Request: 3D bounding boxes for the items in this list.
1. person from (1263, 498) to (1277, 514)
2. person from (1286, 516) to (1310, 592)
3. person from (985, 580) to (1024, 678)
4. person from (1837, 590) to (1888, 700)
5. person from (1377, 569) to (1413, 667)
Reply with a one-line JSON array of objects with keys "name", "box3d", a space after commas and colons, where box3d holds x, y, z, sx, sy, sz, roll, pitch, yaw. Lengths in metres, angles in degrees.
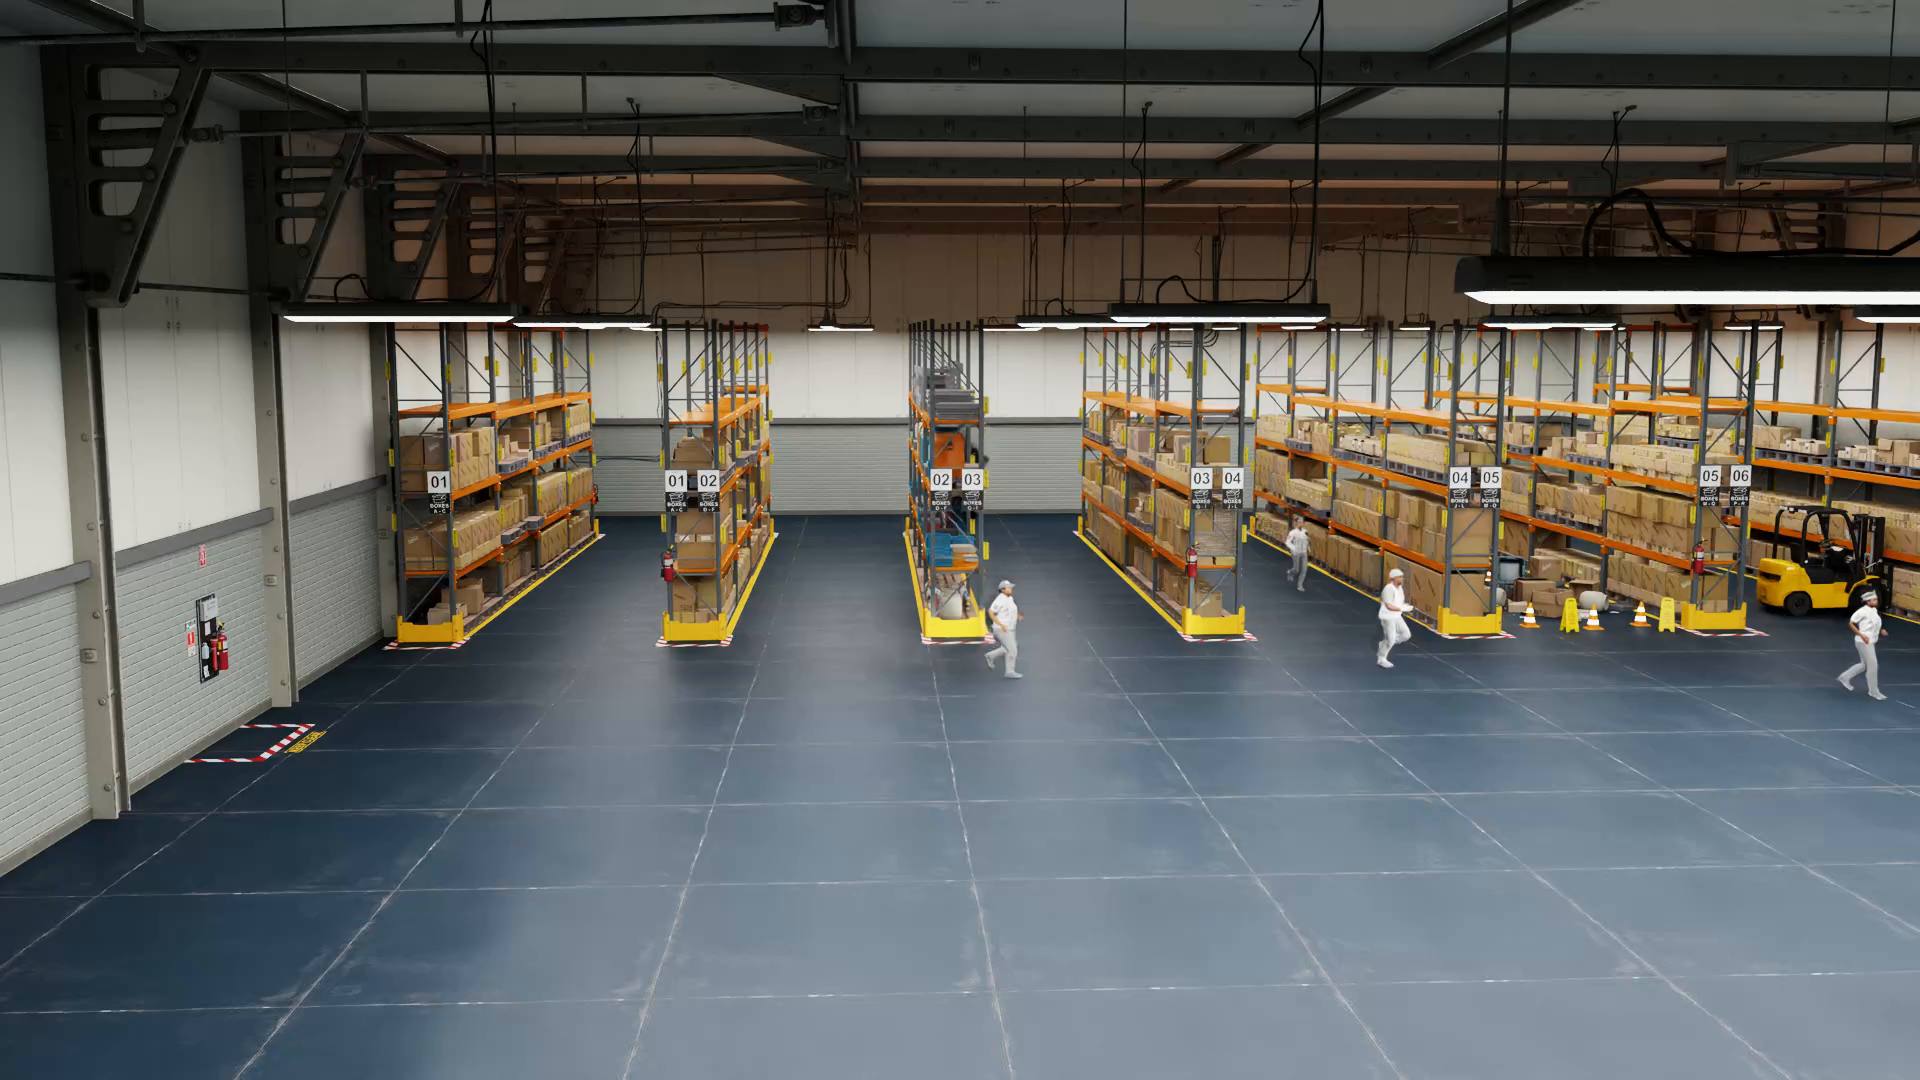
[{"name": "person", "box3d": [9.294, -1.164, 49.033, 0.651, 1.696, 0.637, 0, 7, 2]}, {"name": "person", "box3d": [7.621, 0.296, 37.394, 0.617, 1.666, 0.696, -2, 7, -14]}, {"name": "person", "box3d": [0.709, 1.481, 27.843, 0.711, 1.630, 0.609, 3, 8, 23]}, {"name": "person", "box3d": [14.347, 1.637, 26.362, 0.584, 1.717, 0.796, -7, 10, -43]}, {"name": "person", "box3d": [7.496, 1.341, 28.578, 0.657, 1.724, 0.732, 5, 9, 35]}]
